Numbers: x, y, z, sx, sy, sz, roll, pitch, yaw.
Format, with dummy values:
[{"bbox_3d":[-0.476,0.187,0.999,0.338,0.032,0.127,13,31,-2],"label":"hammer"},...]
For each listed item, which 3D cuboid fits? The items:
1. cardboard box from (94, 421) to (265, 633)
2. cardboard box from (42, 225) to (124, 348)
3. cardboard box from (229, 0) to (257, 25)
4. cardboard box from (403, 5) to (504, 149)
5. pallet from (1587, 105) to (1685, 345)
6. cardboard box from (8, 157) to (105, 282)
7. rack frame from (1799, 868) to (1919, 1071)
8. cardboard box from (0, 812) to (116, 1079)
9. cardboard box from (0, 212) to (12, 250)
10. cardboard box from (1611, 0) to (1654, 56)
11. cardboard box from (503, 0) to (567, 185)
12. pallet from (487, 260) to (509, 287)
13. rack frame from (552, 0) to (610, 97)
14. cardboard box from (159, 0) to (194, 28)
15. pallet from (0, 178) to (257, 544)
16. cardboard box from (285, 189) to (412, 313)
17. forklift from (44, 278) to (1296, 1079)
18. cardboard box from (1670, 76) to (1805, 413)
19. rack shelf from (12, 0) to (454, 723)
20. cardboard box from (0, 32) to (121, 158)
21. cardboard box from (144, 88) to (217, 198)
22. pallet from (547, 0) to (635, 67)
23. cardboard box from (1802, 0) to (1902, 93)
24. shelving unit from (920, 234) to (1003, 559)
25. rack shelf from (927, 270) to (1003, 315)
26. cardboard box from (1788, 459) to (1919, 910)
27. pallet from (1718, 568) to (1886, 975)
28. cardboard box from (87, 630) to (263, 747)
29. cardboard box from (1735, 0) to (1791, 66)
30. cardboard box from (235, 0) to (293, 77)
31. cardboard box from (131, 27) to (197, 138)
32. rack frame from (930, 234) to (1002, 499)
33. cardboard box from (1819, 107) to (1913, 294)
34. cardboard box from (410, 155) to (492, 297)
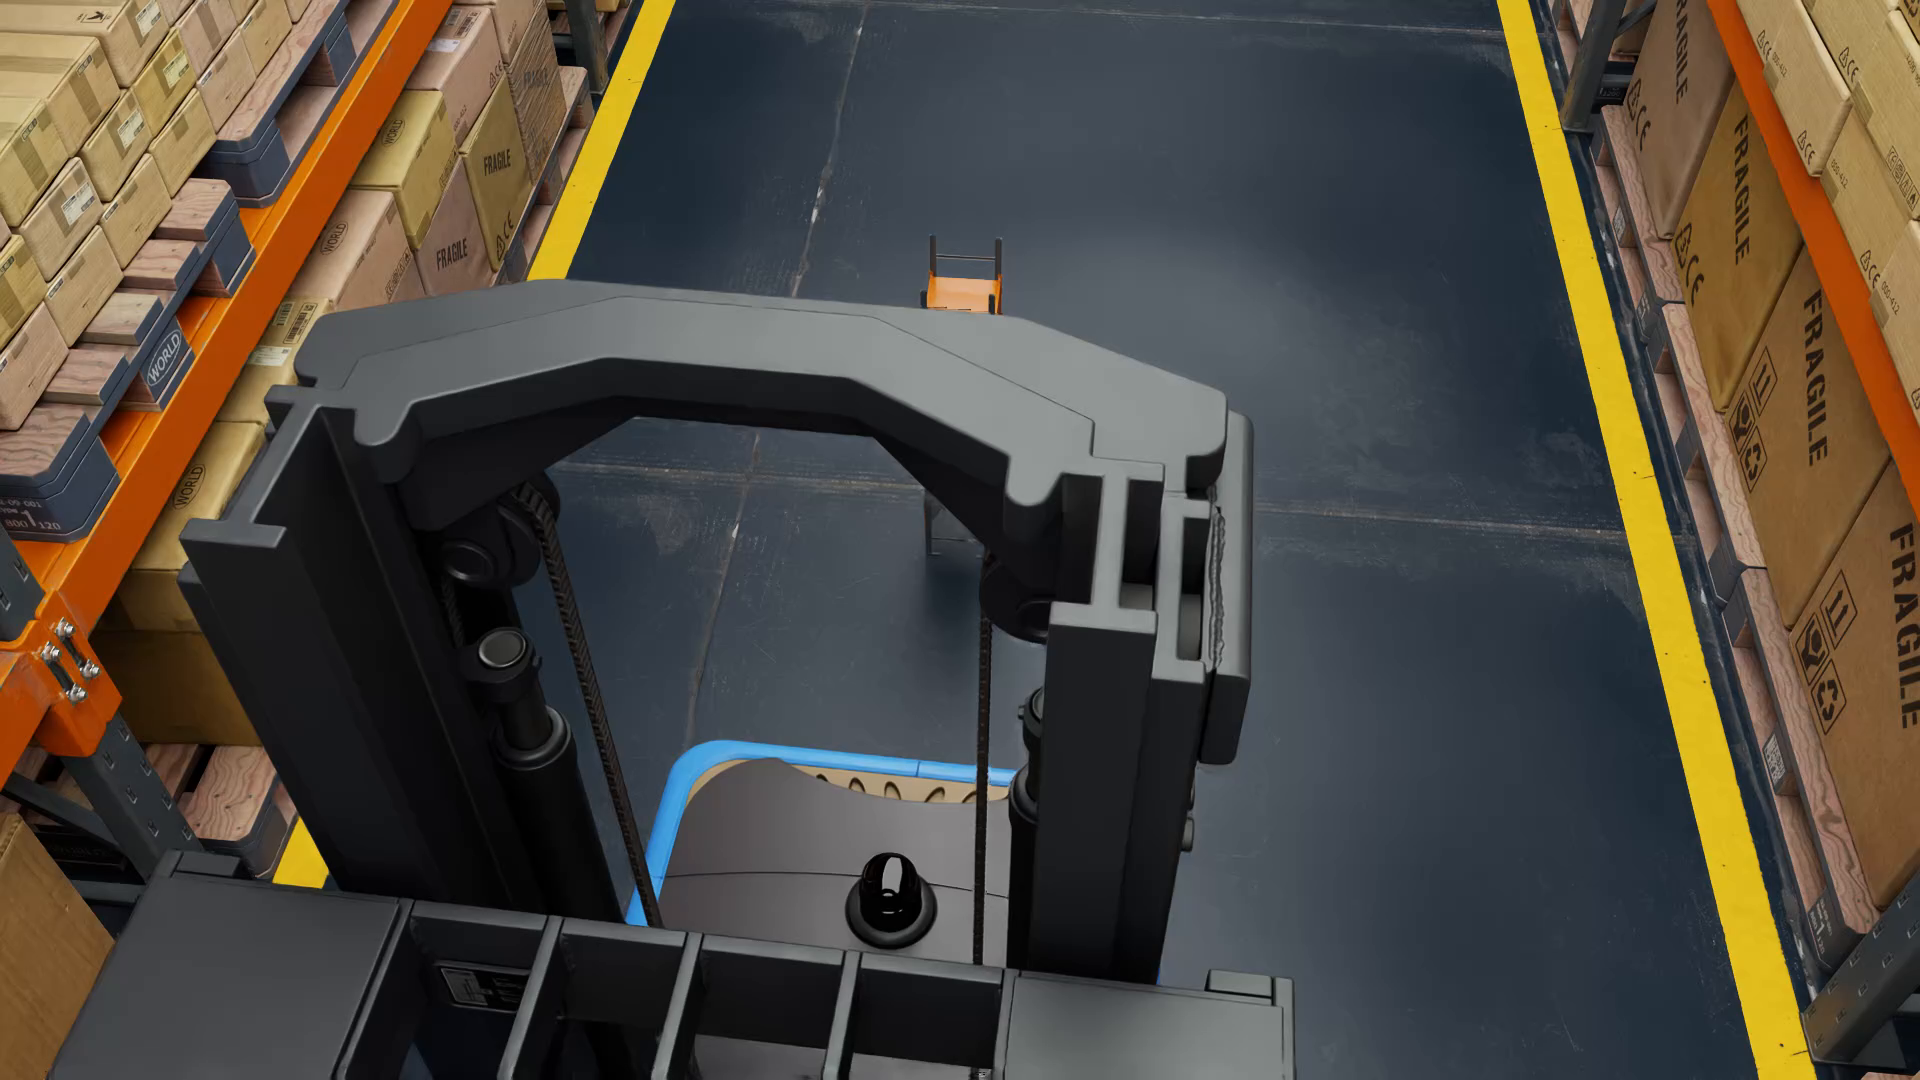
[{"bbox_3d":[-2.044,-0.042,4.157,0.500,0.250,0.500,2,48,2],"label":"cardboard box"},{"bbox_3d":[-2.082,-0.570,3.624,0.380,0.149,0.250,6,48,5],"label":"cardboard box"},{"bbox_3d":[-1.988,-1.446,4.224,0.380,0.149,0.250,3,48,3],"label":"cardboard box"},{"bbox_3d":[-1.860,-1.550,5.536,0.500,0.250,0.500,6,48,5],"label":"cardboard box"},{"bbox_3d":[2.960,-1.168,6.175,1.003,0.211,1.213,4,48,4],"label":"pallet"},{"bbox_3d":[-2.081,-0.699,3.541,0.380,0.149,0.250,6,48,5],"label":"cardboard box"},{"bbox_3d":[2.591,0.258,2.981,1.000,3.000,0.127,4,48,4],"label":"rack frame"},{"bbox_3d":[-2.493,1.058,3.489,1.050,0.750,0.750,3,48,3],"label":"cardboard box"},{"bbox_3d":[-2.113,-0.588,3.238,0.380,0.149,0.250,4,48,4],"label":"cardboard box"},{"bbox_3d":[3.119,-2.412,6.875,0.875,0.438,0.875,3,48,3],"label":"cardboard box"},{"bbox_3d":[-1.800,-1.677,6.161,0.500,0.500,0.500,3,48,3],"label":"cardboard box"},{"bbox_3d":[-2.162,-0.528,5.590,1.003,0.211,1.213,4,48,4],"label":"pallet"},{"bbox_3d":[-1.983,-2.940,5.906,1.000,3.000,0.127,4,48,4],"label":"rack frame"},{"bbox_3d":[-2.017,-1.356,3.940,0.380,0.149,0.250,6,48,5],"label":"cardboard box"},{"bbox_3d":[-2.389,-0.467,3.774,1.213,0.211,1.003,4,48,4],"label":"pallet"},{"bbox_3d":[-1.940,-0.778,4.830,0.500,0.250,0.500,4,48,4],"label":"cardboard box"},{"bbox_3d":[-0.270,1.265,2.106,1.130,2.935,3.031,5,48,5],"label":"forklift"},{"bbox_3d":[2.904,-0.981,5.269,0.875,0.875,0.875,5,48,5],"label":"cardboard box"},{"bbox_3d":[-2.166,-1.227,4.827,1.077,0.370,4.000,4,48,4],"label":"rack shelf"},{"bbox_3d":[-2.064,-0.962,3.580,0.380,0.149,0.250,4,48,3],"label":"cardboard box"},{"bbox_3d":[-2.034,-0.967,3.987,0.380,0.149,0.250,6,48,5],"label":"cardboard box"},{"bbox_3d":[-1.958,-2.495,7.389,1.003,0.211,1.213,4,48,4],"label":"pallet"},{"bbox_3d":[2.498,-1.369,4.232,0.500,0.250,0.500,3,48,2],"label":"cardboard box"},{"bbox_3d":[0.005,-0.394,4.899,0.215,1.050,0.252,4,48,4],"label":"shelving unit"},{"bbox_3d":[0.005,-0.578,4.697,0.215,0.259,0.240,4,48,4],"label":"rack shelf"},{"bbox_3d":[2.736,0.331,4.069,0.875,0.875,0.875,3,48,3],"label":"cardboard box"},{"bbox_3d":[2.738,0.625,4.535,1.003,0.211,1.213,4,48,4],"label":"pallet"},{"bbox_3d":[-2.030,0.199,4.445,0.500,0.500,0.500,2,48,2],"label":"cardboard box"},{"bbox_3d":[2.544,-1.569,4.754,0.500,0.250,0.500,4,48,3],"label":"cardboard box"},{"bbox_3d":[-1.987,-1.347,4.335,0.380,0.149,0.250,4,48,4],"label":"cardboard box"},{"bbox_3d":[-2.038,-1.081,3.890,0.380,0.149,0.250,4,48,4],"label":"cardboard box"},{"bbox_3d":[0.016,-0.483,4.981,0.200,1.050,0.008,4,48,4],"label":"rack frame"},{"bbox_3d":[2.471,-0.826,4.074,0.500,0.250,0.500,3,48,3],"label":"cardboard box"},{"bbox_3d":[-1.898,-0.924,5.471,0.500,0.500,0.500,3,48,3],"label":"cardboard box"}]
